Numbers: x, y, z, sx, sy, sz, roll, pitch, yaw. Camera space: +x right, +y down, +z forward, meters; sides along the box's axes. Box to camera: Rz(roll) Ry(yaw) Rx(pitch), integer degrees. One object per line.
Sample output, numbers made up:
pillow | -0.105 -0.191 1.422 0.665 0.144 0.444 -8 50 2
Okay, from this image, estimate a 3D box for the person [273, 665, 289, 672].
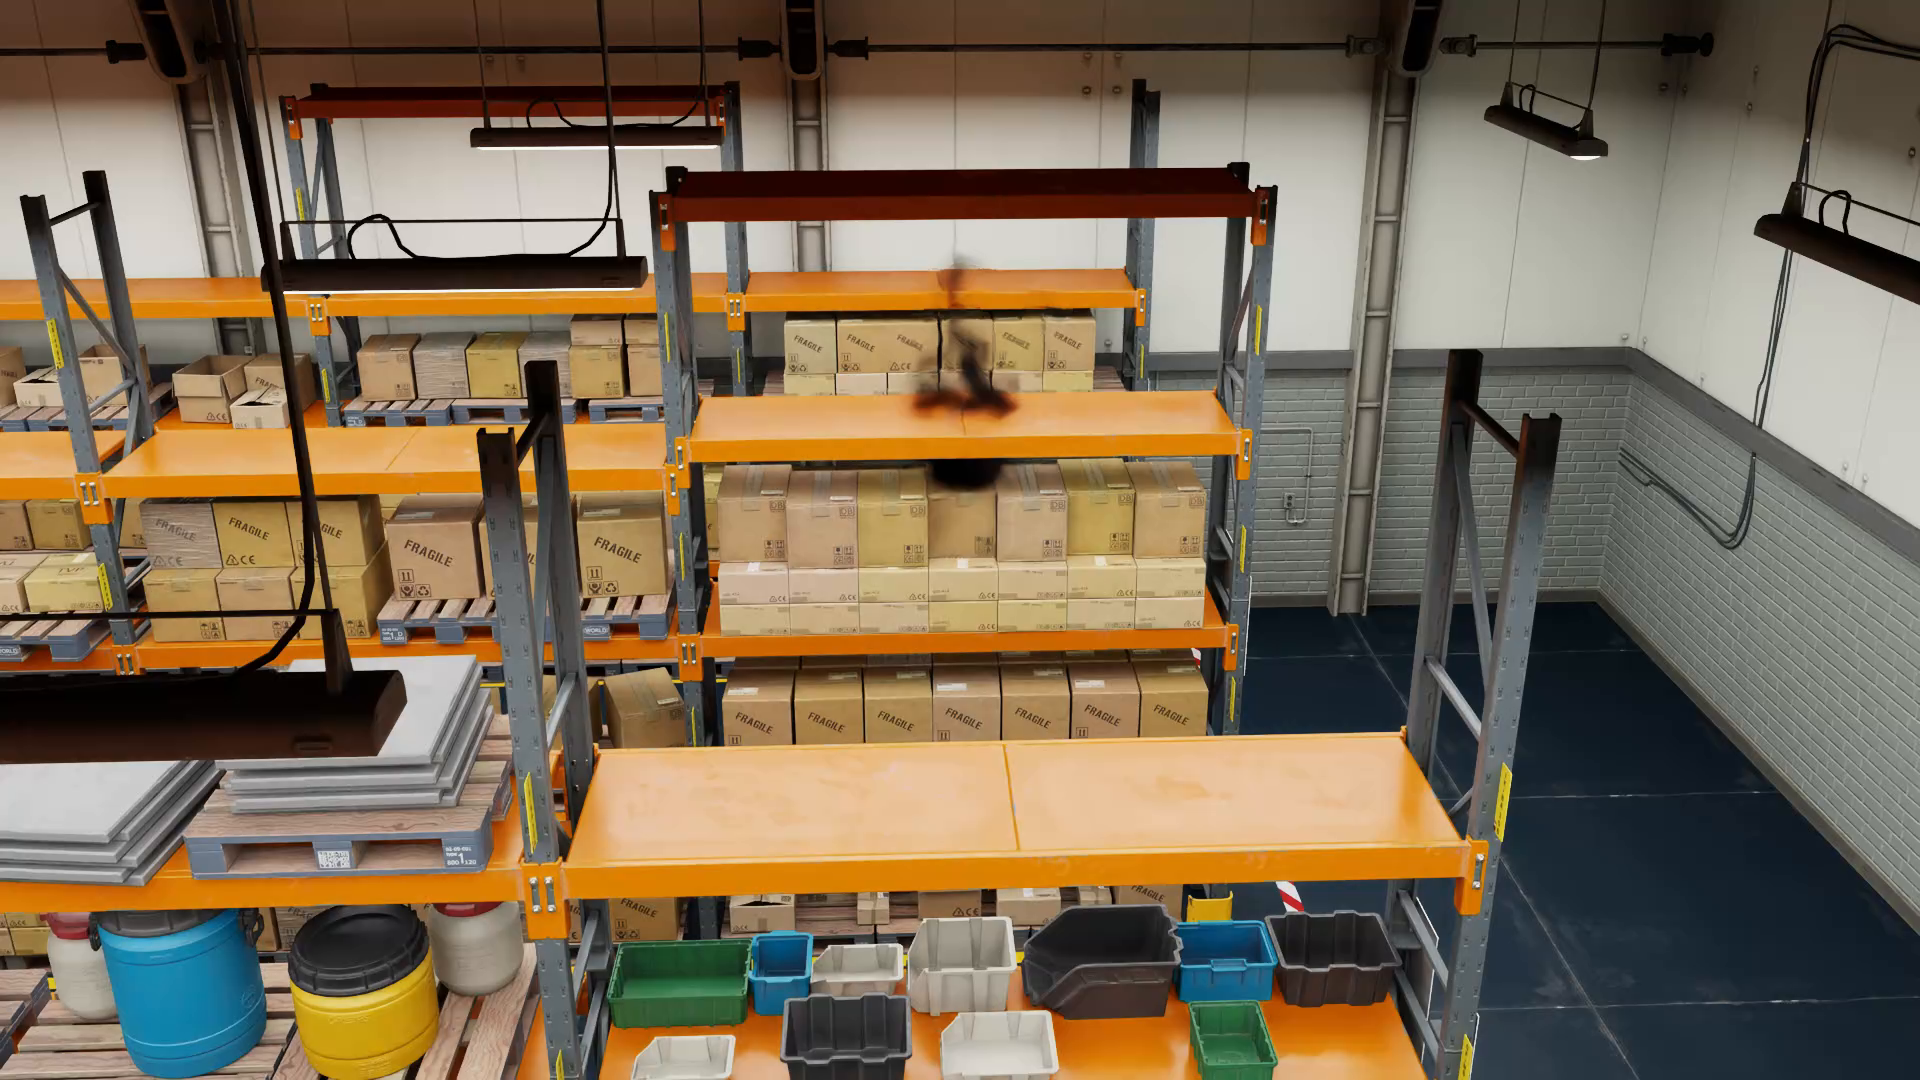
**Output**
person | -6.000 1.461 15.229 0.794 1.761 0.720 -2 22 -6
